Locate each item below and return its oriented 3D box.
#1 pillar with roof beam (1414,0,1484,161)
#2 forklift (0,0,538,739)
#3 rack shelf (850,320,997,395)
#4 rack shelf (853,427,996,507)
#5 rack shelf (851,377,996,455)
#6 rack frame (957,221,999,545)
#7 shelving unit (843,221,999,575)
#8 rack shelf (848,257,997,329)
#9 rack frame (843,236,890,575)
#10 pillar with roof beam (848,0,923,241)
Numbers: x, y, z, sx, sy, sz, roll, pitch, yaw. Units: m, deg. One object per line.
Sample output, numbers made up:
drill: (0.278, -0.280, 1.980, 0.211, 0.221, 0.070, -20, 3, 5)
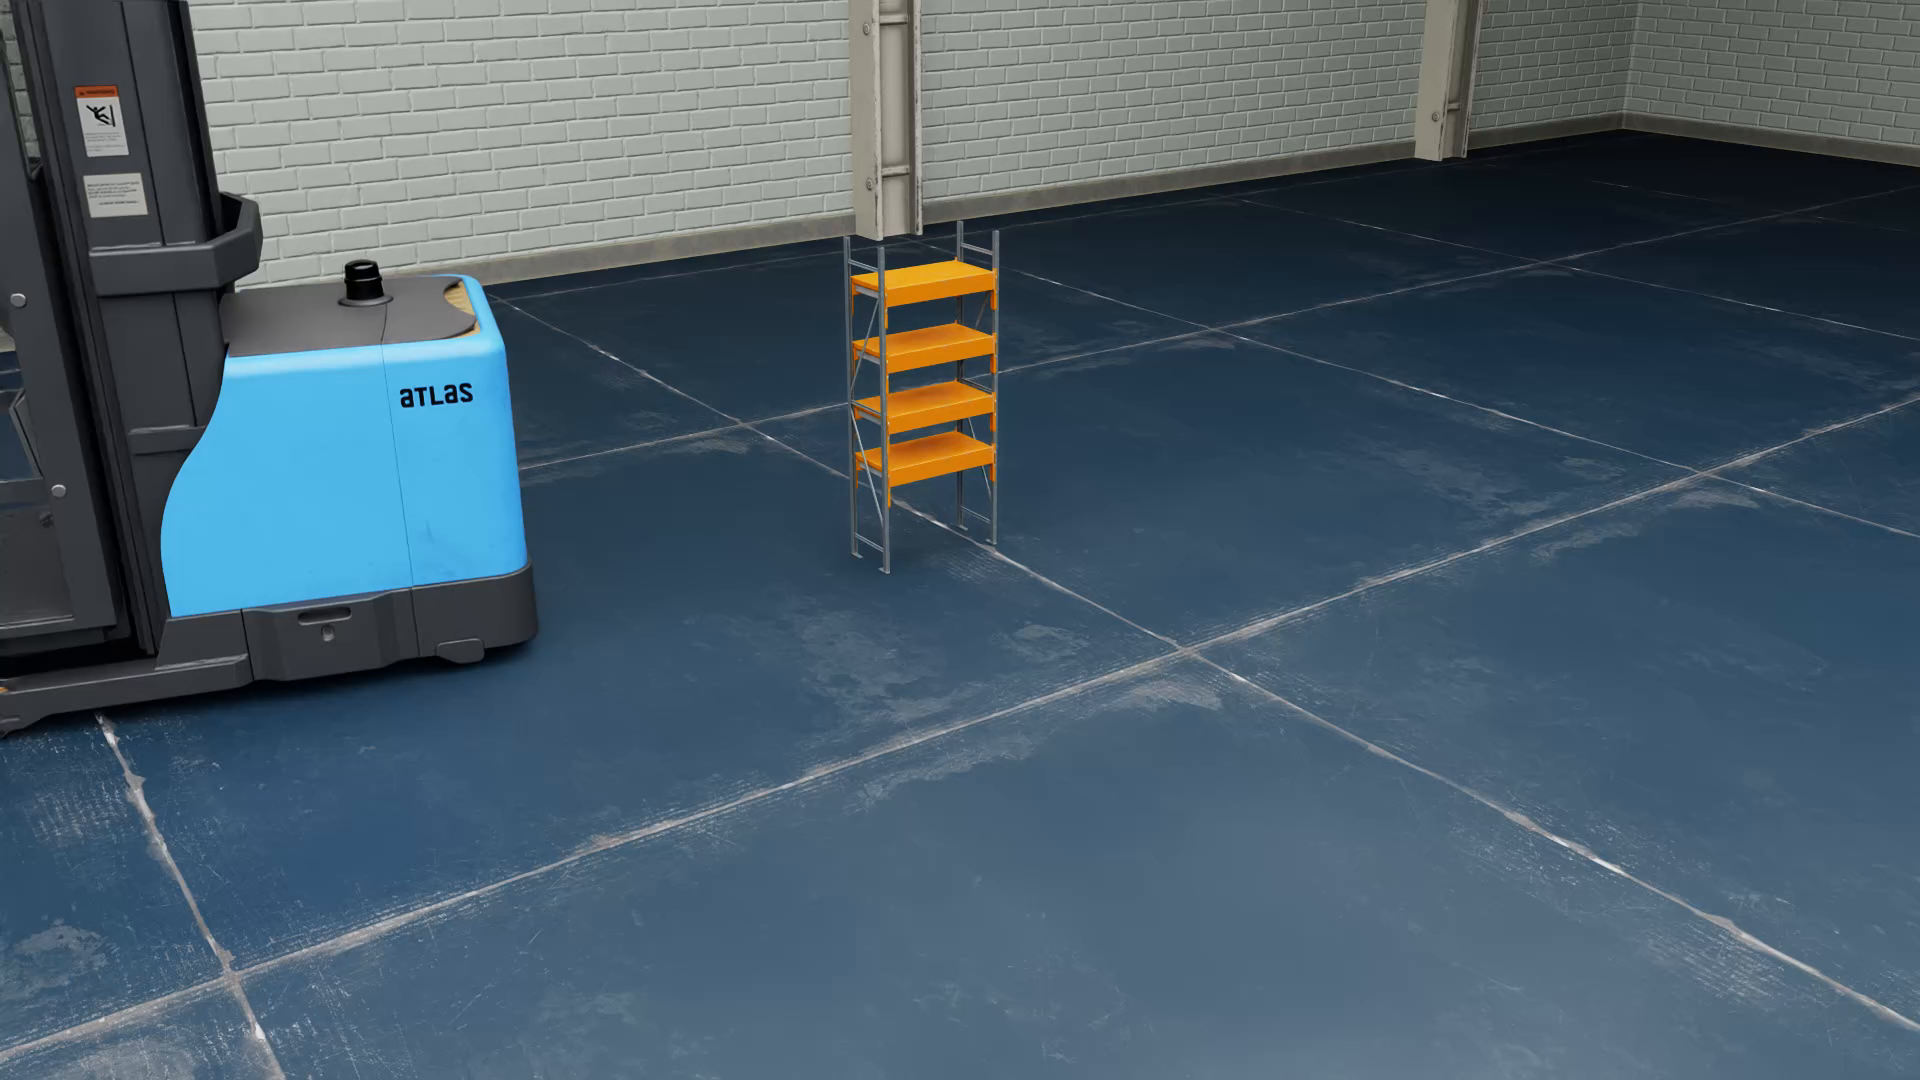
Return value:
pillar with roof beam: (6.873, -6.369, 10.217, 0.400, 9.000, 9.100, -15, 26, -33)
forklift: (-2.957, -0.962, 4.852, 3.031, 2.935, 1.130, -8, 23, -18)
rack shelf: (-0.134, -0.667, 6.026, 0.480, 0.148, 0.258, -15, 26, -33)
rack shelf: (-0.134, -0.275, 6.183, 0.480, 0.148, 0.258, -15, 26, -33)
rack shelf: (-0.134, -0.459, 6.109, 0.480, 0.148, 0.258, -15, 26, -33)
rack frame: (0.064, -0.574, 6.217, 0.015, 1.200, 0.240, -15, 26, -33)
shelving unit: (-0.134, -0.521, 6.084, 0.503, 1.200, 0.258, -15, 26, -33)
rack shelf: (-0.134, -0.886, 5.939, 0.480, 0.148, 0.258, -15, 26, -33)
rack frame: (-0.332, -0.469, 5.952, 0.015, 1.200, 0.240, -15, 26, -33)
pillar with roof beam: (2.003, -5.071, 6.962, 0.400, 9.000, 9.100, -15, 26, -33)
